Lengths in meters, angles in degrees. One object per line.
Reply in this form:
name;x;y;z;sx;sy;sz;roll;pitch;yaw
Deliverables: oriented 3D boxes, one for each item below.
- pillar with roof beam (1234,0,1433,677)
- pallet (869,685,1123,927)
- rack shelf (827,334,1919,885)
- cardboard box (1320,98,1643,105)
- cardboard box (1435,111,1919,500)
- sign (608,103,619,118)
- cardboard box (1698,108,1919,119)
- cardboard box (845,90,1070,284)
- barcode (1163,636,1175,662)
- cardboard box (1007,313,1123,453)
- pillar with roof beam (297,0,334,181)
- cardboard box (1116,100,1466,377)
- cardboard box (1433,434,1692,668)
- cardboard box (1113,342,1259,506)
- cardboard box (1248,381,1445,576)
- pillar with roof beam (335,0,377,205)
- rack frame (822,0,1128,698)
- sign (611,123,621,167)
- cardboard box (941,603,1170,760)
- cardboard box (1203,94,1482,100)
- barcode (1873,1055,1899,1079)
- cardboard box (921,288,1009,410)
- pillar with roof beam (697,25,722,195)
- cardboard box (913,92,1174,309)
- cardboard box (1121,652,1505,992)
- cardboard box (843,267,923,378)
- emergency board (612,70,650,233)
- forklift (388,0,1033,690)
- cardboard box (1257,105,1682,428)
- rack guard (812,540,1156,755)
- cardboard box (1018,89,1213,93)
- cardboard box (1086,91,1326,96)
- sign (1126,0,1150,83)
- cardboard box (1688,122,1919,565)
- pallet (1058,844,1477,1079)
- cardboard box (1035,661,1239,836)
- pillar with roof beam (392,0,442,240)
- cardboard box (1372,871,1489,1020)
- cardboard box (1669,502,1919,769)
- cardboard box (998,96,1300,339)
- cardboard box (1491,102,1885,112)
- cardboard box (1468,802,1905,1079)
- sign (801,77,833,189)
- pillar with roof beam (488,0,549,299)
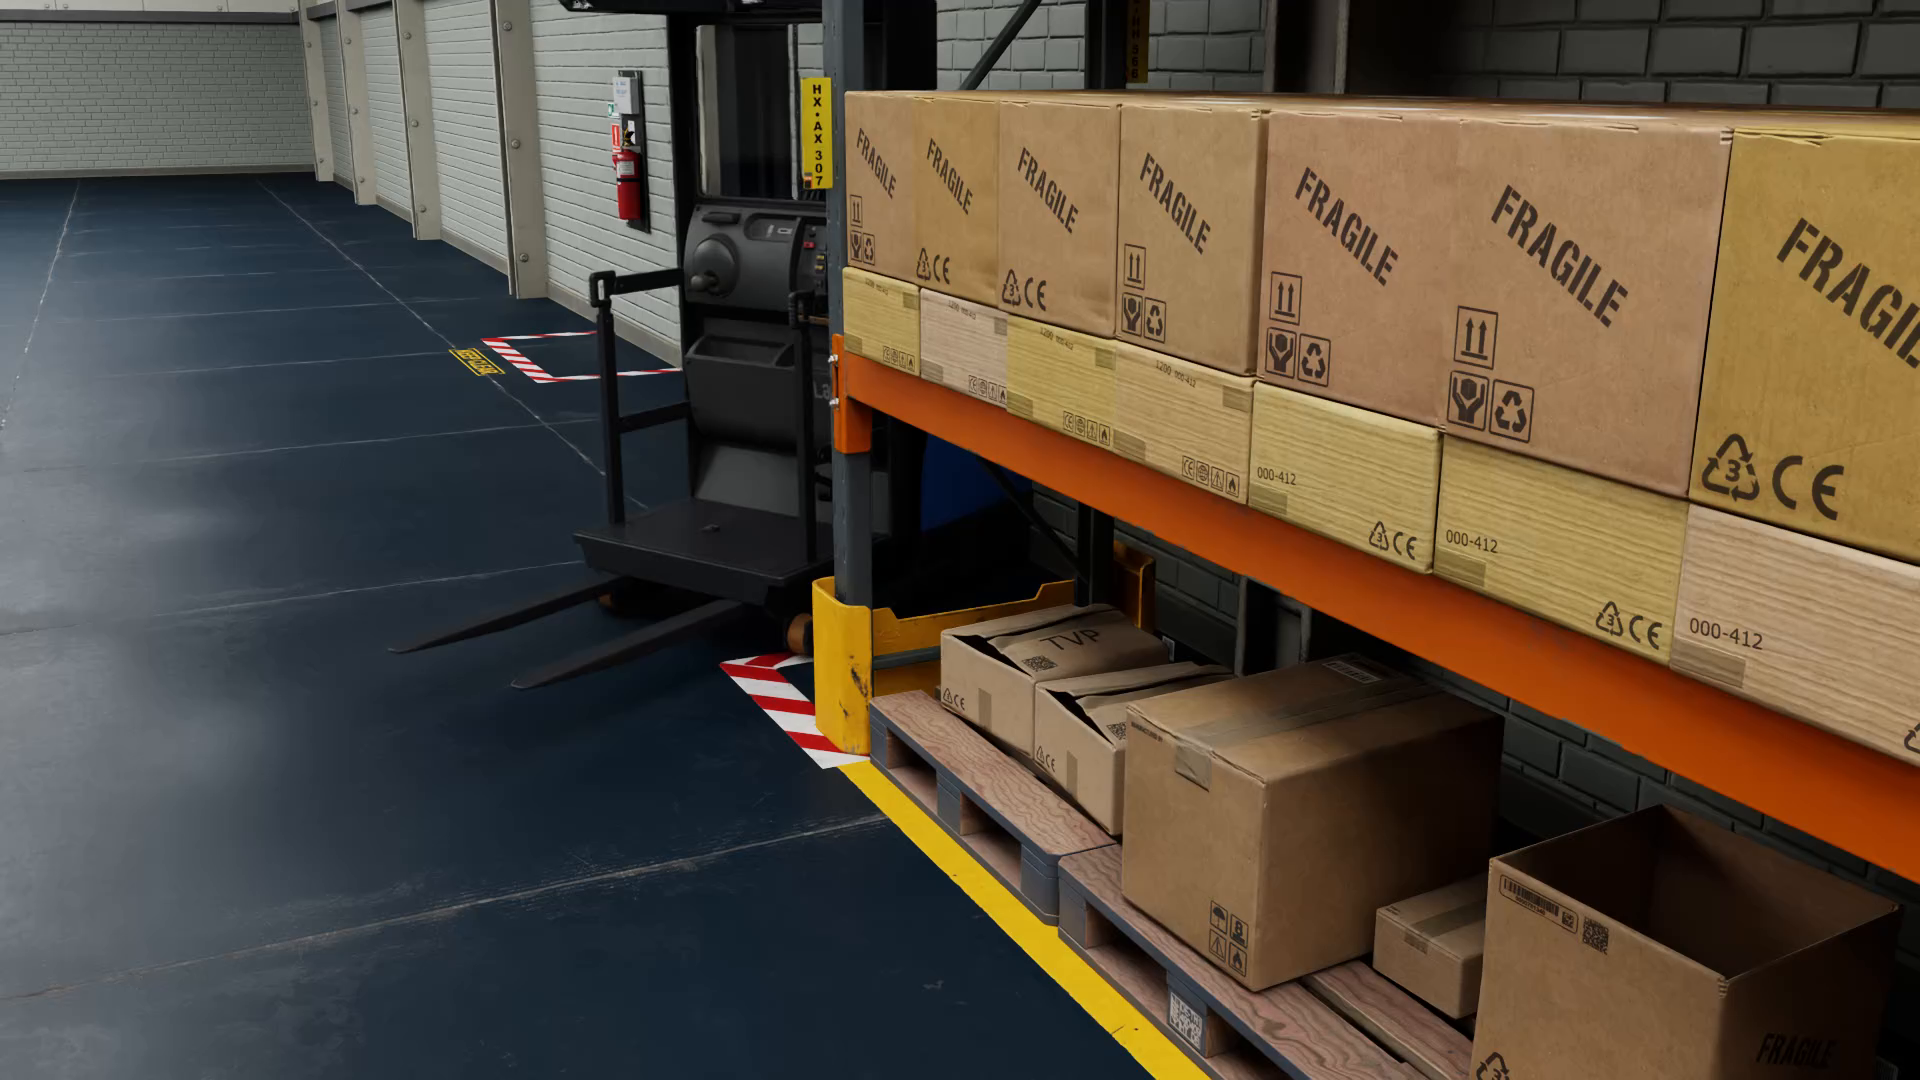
pillar with roof beam;-2.725;-3.171;2.485;9.100;9.000;0.400;-8;18;-25
pallet;0.418;0.689;4.968;1.003;0.211;1.213;-8;18;-25
rack shelf;0.937;-0.034;3.737;1.077;0.370;4.000;-8;18;-25
cardboard box;1.121;-0.704;3.643;0.500;0.500;0.500;-7;18;-24
cardboard box;1.104;-0.385;2.531;0.500;0.500;0.500;-8;18;-25
sign;-2.688;-3.331;12.896;0.001;0.109;0.331;-8;18;-25
cardboard box;1.571;-0.453;2.767;0.500;0.500;0.500;-8;18;-25
cardboard box;-0.001;-1.019;4.741;0.500;0.500;0.500;-8;18;-25
barcode;0.650;0.339;5.192;0.001;0.075;0.075;-8;18;-25
cardboard box;0.447;-0.400;3.943;0.500;0.250;0.500;-8;18;-26
pillar with roof beam;-15.868;-10.609;28.407;9.100;9.000;0.400;-8;18;-25
cardboard box;0.665;-0.640;3.420;0.500;0.500;0.500;-7;17;-23
cardboard box;1.122;-0.027;2.643;0.500;0.250;0.500;-8;18;-25
cardboard box;0.666;-0.275;3.505;0.500;0.250;0.500;-7;18;-24
cardboard box;0.888;-0.150;3.071;0.500;0.250;0.500;-8;18;-25
pillar with roof beam;-13.239;-9.122;23.222;9.100;9.000;0.400;-8;18;-25
rack frame;0.060;-0.876;5.366;1.000;3.000;0.127;-8;18;-25
sign;-2.682;-3.079;12.977;0.001;0.329;0.234;-8;18;-25
cardboard box;0.283;0.387;5.040;0.500;0.311;0.500;-10;19;-31
cardboard box;0.900;-0.829;4.079;0.500;0.500;0.500;-8;18;-26
barcode;1.710;0.993;3.093;0.001;0.075;0.075;-8;18;-25
cardboard box;0.229;-0.527;4.386;0.500;0.250;0.500;-8;18;-27
pillar with roof beam;-5.354;-4.658;7.669;9.100;9.000;0.400;-8;18;-25
cardboard box;0.207;-0.896;4.310;0.500;0.500;0.500;-8;18;-25
cardboard box;0.809;0.626;3.867;0.700;0.500;0.500;-9;18;-28
cardboard box;-0.011;-0.654;4.828;0.500;0.250;0.500;-8;18;-27
emergency board;-2.532;-2.912;12.461;0.194;1.169;0.643;-8;18;-25
forklift;-0.823;-1.118;6.333;1.130;2.935;3.031;11;19;32
cardboard box;0.893;-0.511;2.971;0.500;0.500;0.500;-8;18;-26
rack guard;0.094;0.344;5.645;1.175;0.500;0.348;-8;18;-25
cardboard box;0.458;-1.083;4.963;0.500;0.500;0.500;-8;18;-26
cardboard box;0.670;-0.957;4.523;0.500;0.500;0.500;-7;18;-24
sign;0.568;-1.647;5.379;0.100;0.325;0.005;-8;18;-25
cardboard box;1.328;-0.262;2.102;0.500;0.500;0.500;-8;18;-25
pallet;0.948;0.991;3.915;1.003;0.211;1.213;-8;18;-25
cardboard box;0.532;0.529;4.548;0.500;0.311;0.500;-6;17;-20
pillar with roof beam;-10.611;-7.634;18.038;9.100;9.000;0.400;-8;18;-25
cardboard box;1.130;0.876;3.633;0.380;0.149;0.250;-9;18;-29
cardboard box;1.333;0.097;2.209;0.500;0.250;0.500;-8;18;-25
cardboard box;0.428;-0.767;3.861;0.500;0.500;0.500;-8;18;-27
cardboard box;1.358;-0.577;3.200;0.500;0.500;0.500;-7;17;-23
cardboard box;1.322;0.853;3.074;0.500;0.500;0.500;-9;18;-29
sign;-0.427;-1.227;5.018;0.100;0.325;0.005;-8;18;-25
pillar with roof beam;-7.982;-6.146;12.854;9.100;9.000;0.400;-8;18;-25
